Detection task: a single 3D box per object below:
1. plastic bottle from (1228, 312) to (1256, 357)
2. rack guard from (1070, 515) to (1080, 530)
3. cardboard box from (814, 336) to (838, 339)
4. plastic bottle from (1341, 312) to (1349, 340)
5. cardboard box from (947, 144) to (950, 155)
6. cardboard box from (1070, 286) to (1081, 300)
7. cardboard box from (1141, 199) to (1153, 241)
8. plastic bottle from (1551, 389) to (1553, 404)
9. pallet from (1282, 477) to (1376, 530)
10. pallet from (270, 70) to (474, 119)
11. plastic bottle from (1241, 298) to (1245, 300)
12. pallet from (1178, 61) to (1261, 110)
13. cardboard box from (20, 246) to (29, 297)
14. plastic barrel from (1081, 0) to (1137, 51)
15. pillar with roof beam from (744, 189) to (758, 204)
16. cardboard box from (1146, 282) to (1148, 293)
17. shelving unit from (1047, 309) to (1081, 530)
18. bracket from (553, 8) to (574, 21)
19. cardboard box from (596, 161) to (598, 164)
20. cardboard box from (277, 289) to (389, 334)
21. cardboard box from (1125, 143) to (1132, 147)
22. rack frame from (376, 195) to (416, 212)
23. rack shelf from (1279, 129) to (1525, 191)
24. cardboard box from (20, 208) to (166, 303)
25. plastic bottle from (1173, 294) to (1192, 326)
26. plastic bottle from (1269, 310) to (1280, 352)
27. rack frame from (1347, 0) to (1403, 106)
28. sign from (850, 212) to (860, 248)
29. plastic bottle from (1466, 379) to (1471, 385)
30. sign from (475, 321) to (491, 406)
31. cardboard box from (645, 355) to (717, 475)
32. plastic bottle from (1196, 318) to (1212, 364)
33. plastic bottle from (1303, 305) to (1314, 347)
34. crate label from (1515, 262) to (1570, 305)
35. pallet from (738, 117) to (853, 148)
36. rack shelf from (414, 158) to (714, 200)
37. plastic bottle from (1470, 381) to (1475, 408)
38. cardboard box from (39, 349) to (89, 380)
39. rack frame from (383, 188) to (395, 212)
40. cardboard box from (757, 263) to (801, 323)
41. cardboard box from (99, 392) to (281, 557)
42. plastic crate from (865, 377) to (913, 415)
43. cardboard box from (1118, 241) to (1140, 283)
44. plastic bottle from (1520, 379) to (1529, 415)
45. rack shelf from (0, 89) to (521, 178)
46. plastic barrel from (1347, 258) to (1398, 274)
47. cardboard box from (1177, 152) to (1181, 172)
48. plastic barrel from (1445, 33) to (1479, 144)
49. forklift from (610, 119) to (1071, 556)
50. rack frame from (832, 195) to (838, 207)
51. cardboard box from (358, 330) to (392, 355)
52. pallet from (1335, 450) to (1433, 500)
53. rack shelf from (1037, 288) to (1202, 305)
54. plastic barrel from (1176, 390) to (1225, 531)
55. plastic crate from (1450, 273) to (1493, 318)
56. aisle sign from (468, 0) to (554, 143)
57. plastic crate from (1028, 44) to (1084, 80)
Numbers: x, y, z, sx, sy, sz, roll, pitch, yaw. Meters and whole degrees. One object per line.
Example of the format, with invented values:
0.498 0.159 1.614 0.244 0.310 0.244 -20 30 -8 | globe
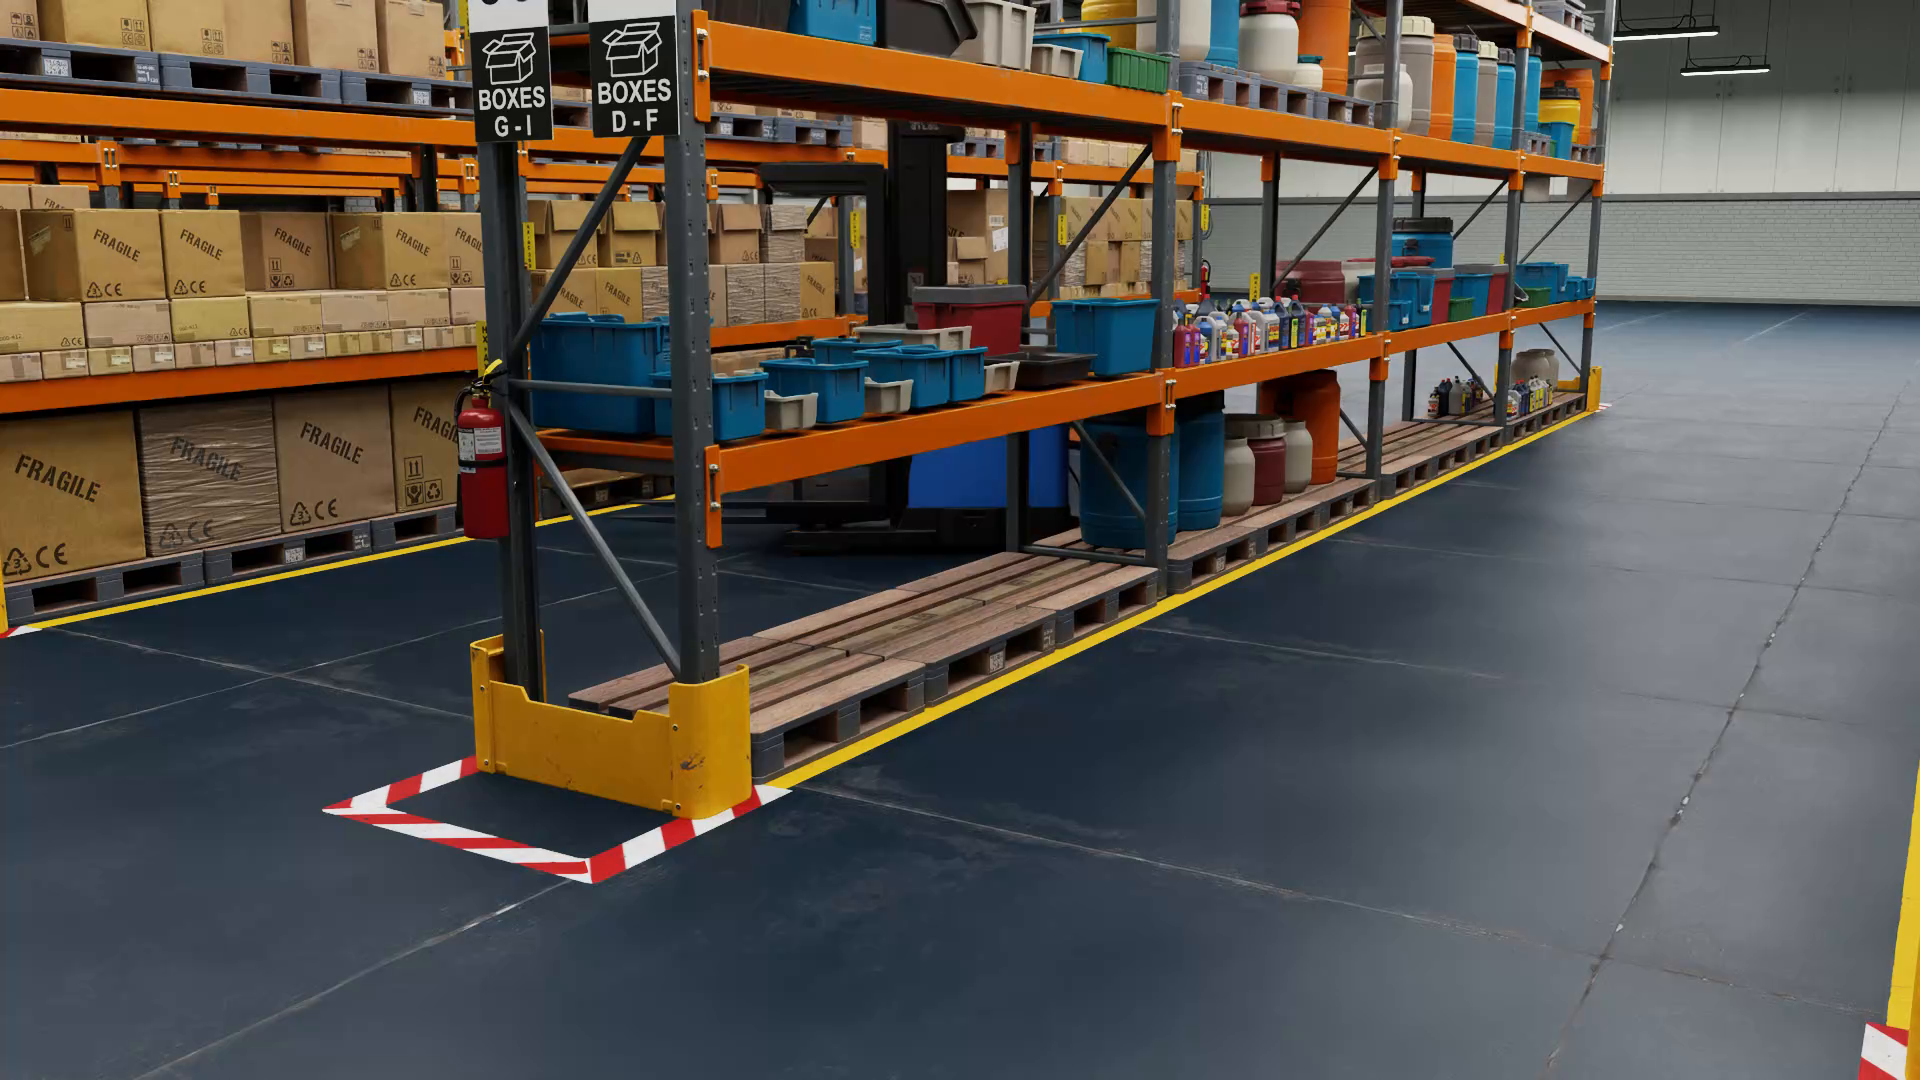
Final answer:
1.780 -1.300 10.500 0.152 0.276 0.135 6 12 31 | plastic bottle
0.724 -0.143 11.145 0.587 0.250 0.087 11 15 29 | rack guard
-2.207 -2.940 23.554 0.875 0.875 0.875 6 12 30 | cardboard box
2.770 -1.554 12.055 0.097 0.201 0.097 0 11 0 | plastic bottle
-0.436 -3.894 16.274 0.500 0.250 0.500 7 13 32 | cardboard box
1.163 -2.830 19.018 0.380 0.149 0.250 6 12 31 | cardboard box
2.140 -3.959 20.566 0.500 0.500 0.500 6 12 31 | cardboard box
6.385 -1.577 18.047 0.097 0.201 0.097 0 11 0 | plastic bottle
2.437 -0.310 12.449 1.003 0.211 1.213 6 12 31 | pallet
-3.933 -2.955 11.094 1.003 0.211 1.213 6 12 31 | pallet
2.100 -1.666 12.436 0.061 0.283 0.133 6 12 31 | plastic bottle
1.057 -2.693 9.966 1.213 0.211 1.003 6 12 31 | pallet
-7.966 -2.153 13.637 0.500 0.500 0.500 6 12 29 | cardboard box
1.034 -3.115 10.054 0.600 0.588 0.600 0 11 0 | plastic barrel
-1.206 -9.361 36.918 9.100 9.000 0.548 6 12 31 | pillar with roof beam
2.124 -3.153 20.744 0.380 0.149 0.250 6 12 31 | cardboard box
1.017 -0.831 11.427 0.587 1.500 1.083 11 15 29 | shelving unit
-7.912 -10.499 33.214 0.235 0.232 0.430 6 12 31 | bracket
-5.775 -5.927 26.325 0.500 0.250 0.500 6 12 30 | cardboard box
-4.036 -1.468 10.660 0.500 0.250 0.500 7 13 32 | cardboard box
1.835 -4.781 19.929 0.380 0.149 0.250 7 13 32 | cardboard box
-9.983 -4.960 29.711 1.000 3.000 0.127 6 12 31 | rack frame
3.849 -3.244 14.347 1.077 0.370 4.000 6 12 31 | rack shelf
-4.837 -1.593 9.286 0.500 0.500 0.500 6 12 29 | cardboard box
1.503 -1.504 11.385 0.144 0.351 0.185 6 12 31 | plastic bottle
2.035 -1.365 10.860 0.097 0.271 0.097 0 11 0 | plastic bottle
2.810 -4.757 12.324 1.000 3.000 0.127 6 12 31 | rack frame
-0.947 -2.798 15.017 0.100 0.325 0.005 6 12 31 | sign
5.526 -1.617 18.071 0.097 0.271 0.097 0 11 0 | plastic bottle
-1.822 -0.680 6.408 0.100 0.325 0.005 6 12 31 | sign
-2.721 -1.058 13.499 1.225 0.875 0.875 6 12 29 | cardboard box
1.453 -1.189 9.918 0.097 0.271 0.097 0 11 0 | plastic bottle
2.371 -1.467 11.369 0.061 0.283 0.133 6 12 31 | plastic bottle
6.239 -2.769 17.909 0.502 0.435 0.616 6 12 31 | crate label
-1.712 -3.557 14.577 1.213 0.211 1.003 7 13 33 | pallet
-4.571 -4.207 19.490 1.077 0.370 4.000 6 12 31 | rack shelf
5.421 -1.543 17.647 0.061 0.283 0.133 6 12 31 | plastic bottle
-4.978 -0.965 9.052 0.380 0.149 0.250 6 12 30 | cardboard box
-7.816 -3.857 23.821 1.000 3.000 0.127 6 12 31 | rack frame
-1.731 -2.151 14.438 0.500 0.500 0.500 6 12 30 | cardboard box
-4.840 -0.437 10.183 0.875 0.875 0.875 6 12 31 | cardboard box
-0.344 -0.607 7.011 0.250 0.136 0.298 6 12 31 | plastic crate
1.698 -3.409 20.346 0.875 0.500 0.500 6 12 31 | cardboard box
5.759 -1.469 17.065 0.144 0.351 0.185 6 12 28 | plastic bottle
-4.538 -2.459 10.154 1.077 0.370 4.000 6 12 31 | rack shelf
3.597 -2.191 14.552 0.433 0.535 0.433 0 11 0 | plastic barrel
2.441 -4.761 20.907 0.500 0.250 0.500 6 12 31 | cardboard box
4.129 -3.852 14.277 0.600 0.901 0.708 6 12 31 | plastic barrel
-0.798 -1.437 11.082 3.031 2.935 1.130 0 11 -1 | forklift
-1.456 -4.029 24.740 1.000 3.000 0.127 6 12 31 | rack frame
-3.912 -1.288 10.778 0.380 0.149 0.250 7 12 32 | cardboard box
3.246 -0.556 13.764 1.003 0.211 1.213 6 12 31 | pallet
1.692 -2.872 20.510 1.077 0.370 4.000 6 12 31 | rack shelf
1.398 -0.550 10.714 0.600 0.901 0.708 6 12 31 | plastic barrel
4.580 -2.226 15.153 0.392 0.384 0.575 6 12 31 | plastic crate
-1.631 -1.845 6.005 0.394 0.787 0.004 6 12 31 | aisle sign
0.399 -2.288 8.001 0.293 0.136 0.466 6 12 31 | plastic crate
